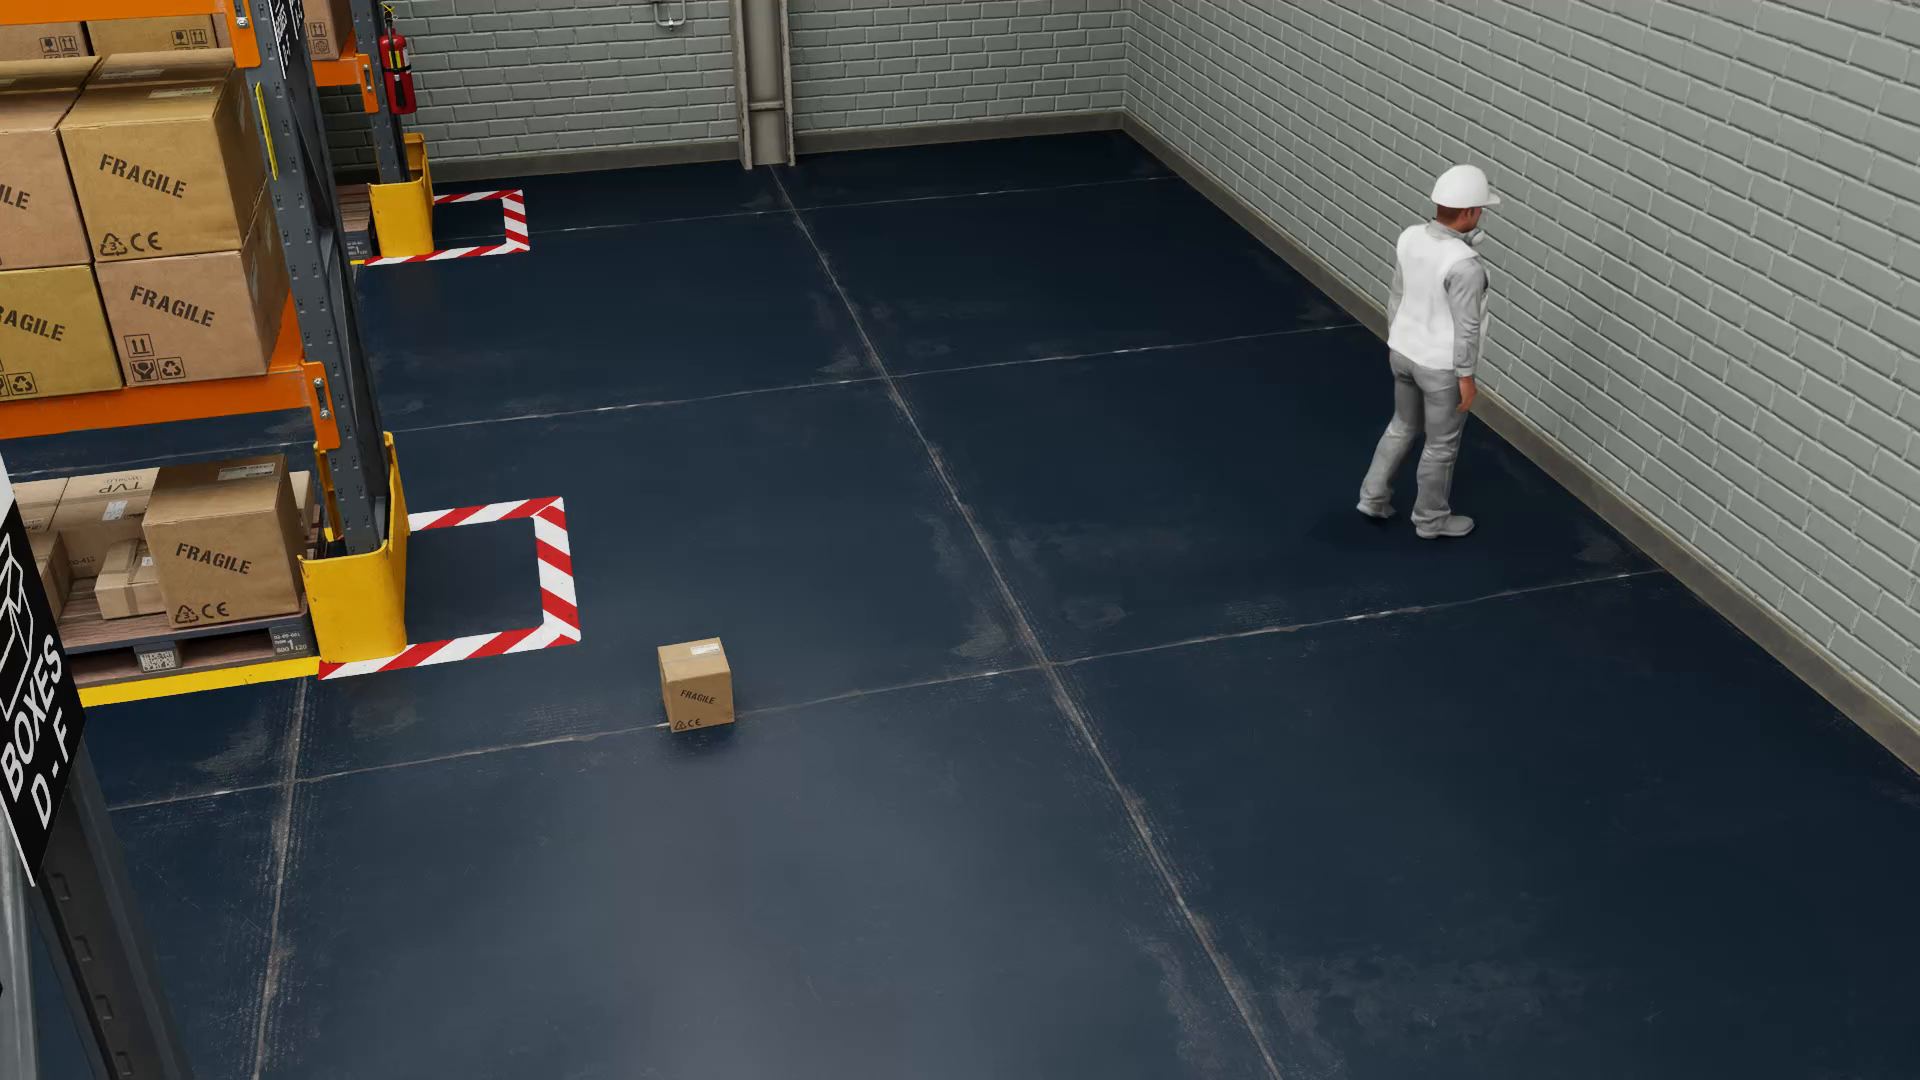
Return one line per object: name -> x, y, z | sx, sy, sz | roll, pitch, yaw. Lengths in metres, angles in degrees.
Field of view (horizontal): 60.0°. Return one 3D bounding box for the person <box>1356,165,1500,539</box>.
person -> 2.190, -0.811, 7.542 | 0.460, 1.840, 0.549 | -14, 33, -22
